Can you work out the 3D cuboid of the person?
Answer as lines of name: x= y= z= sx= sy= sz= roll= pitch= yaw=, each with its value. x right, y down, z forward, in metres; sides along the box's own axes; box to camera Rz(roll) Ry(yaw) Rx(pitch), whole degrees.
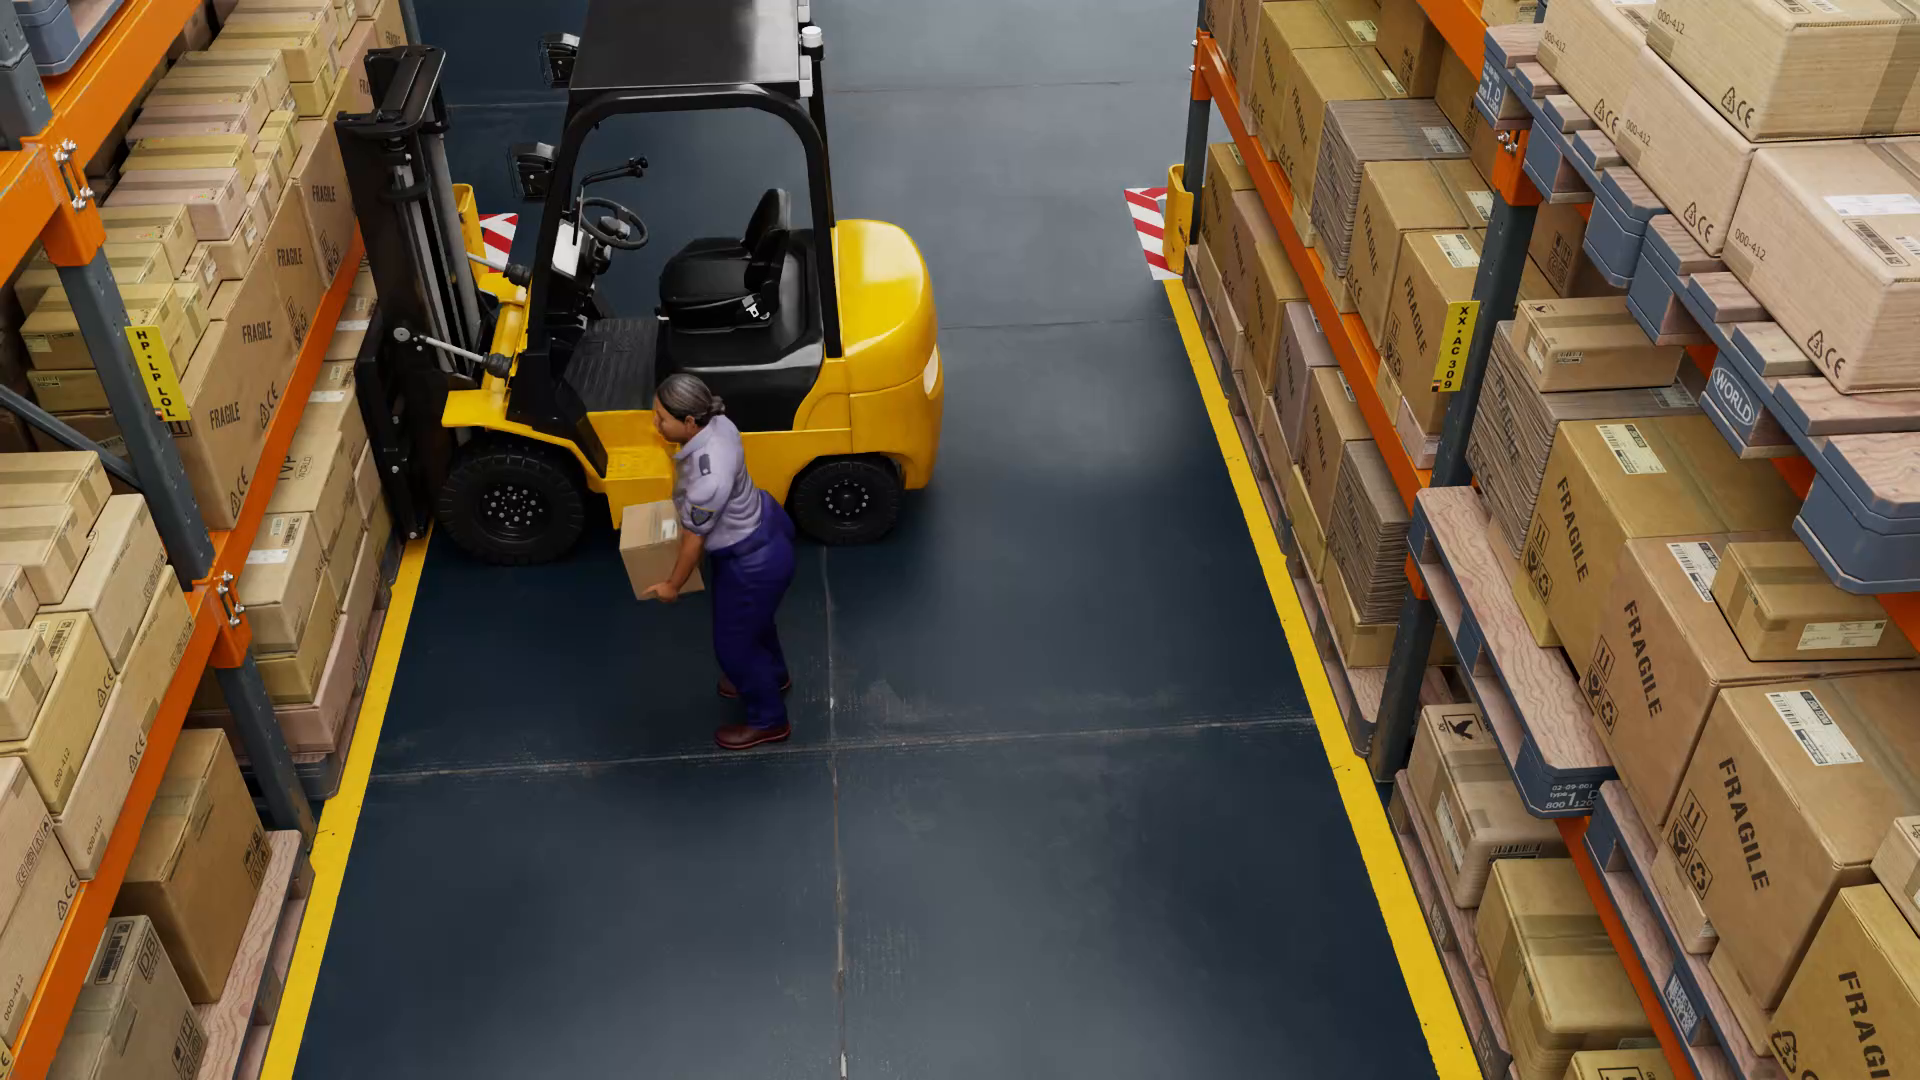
person: x=-0.882 y=0.070 z=6.107 sx=0.559 sy=1.625 sz=0.436 roll=-4 pitch=40 yaw=-5
